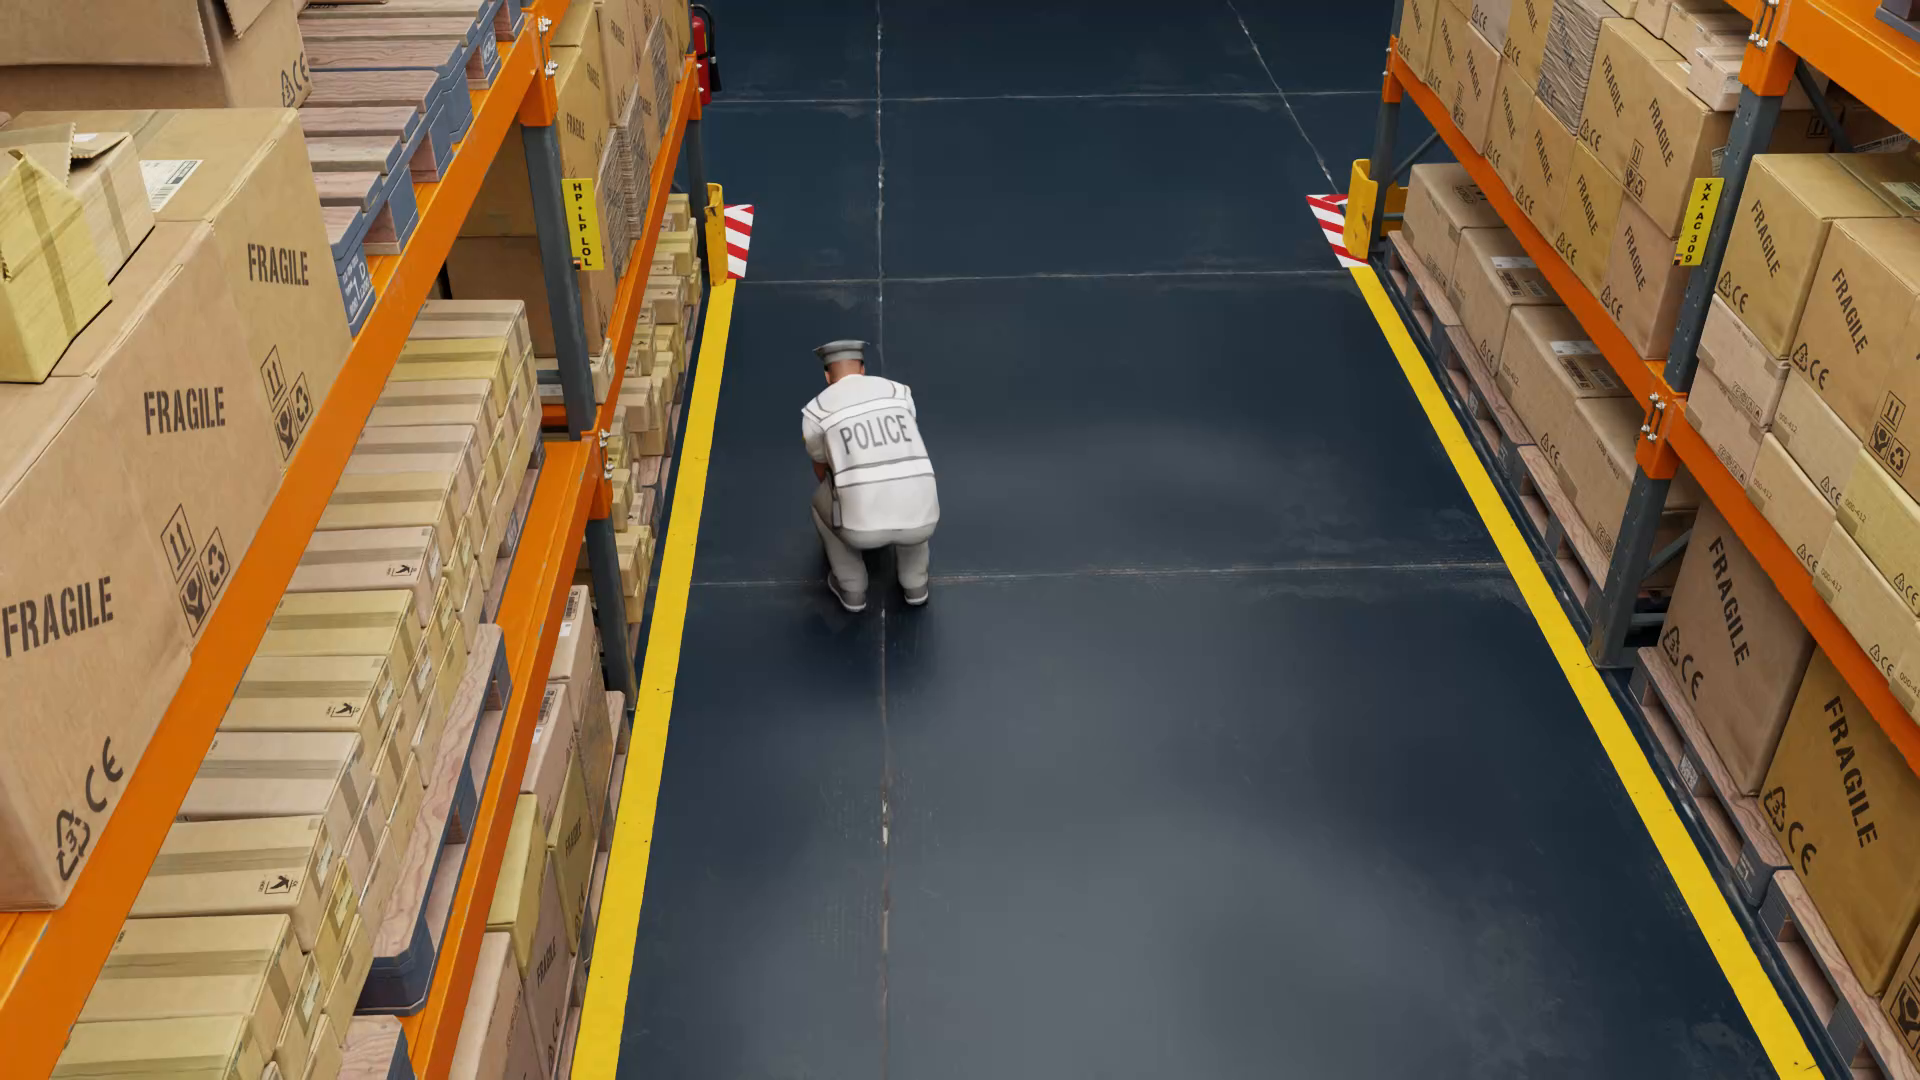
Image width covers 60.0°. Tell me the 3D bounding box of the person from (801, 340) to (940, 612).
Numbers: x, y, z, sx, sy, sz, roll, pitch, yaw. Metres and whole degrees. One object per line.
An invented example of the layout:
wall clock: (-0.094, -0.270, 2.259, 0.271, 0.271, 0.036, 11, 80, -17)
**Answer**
person: (-0.388, -0.272, 7.169, 0.534, 1.030, 0.936, -7, 36, -11)
